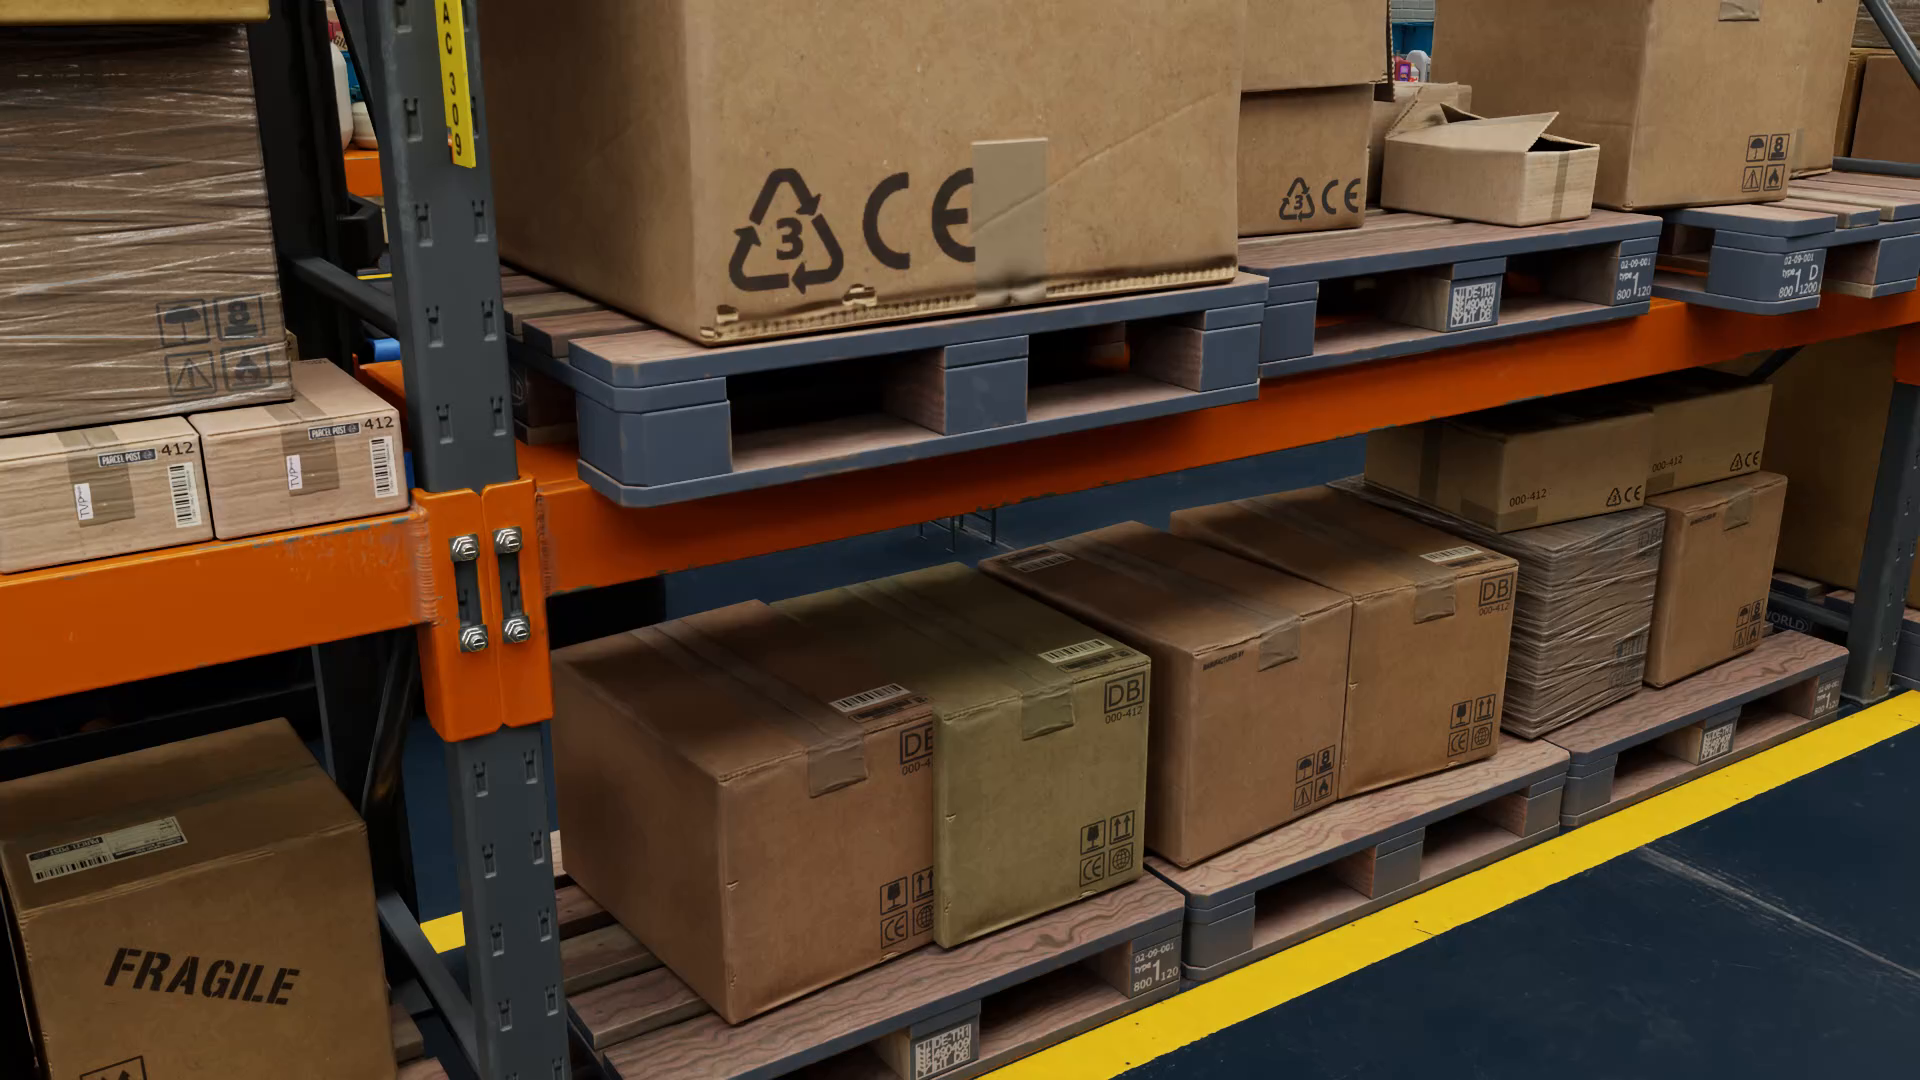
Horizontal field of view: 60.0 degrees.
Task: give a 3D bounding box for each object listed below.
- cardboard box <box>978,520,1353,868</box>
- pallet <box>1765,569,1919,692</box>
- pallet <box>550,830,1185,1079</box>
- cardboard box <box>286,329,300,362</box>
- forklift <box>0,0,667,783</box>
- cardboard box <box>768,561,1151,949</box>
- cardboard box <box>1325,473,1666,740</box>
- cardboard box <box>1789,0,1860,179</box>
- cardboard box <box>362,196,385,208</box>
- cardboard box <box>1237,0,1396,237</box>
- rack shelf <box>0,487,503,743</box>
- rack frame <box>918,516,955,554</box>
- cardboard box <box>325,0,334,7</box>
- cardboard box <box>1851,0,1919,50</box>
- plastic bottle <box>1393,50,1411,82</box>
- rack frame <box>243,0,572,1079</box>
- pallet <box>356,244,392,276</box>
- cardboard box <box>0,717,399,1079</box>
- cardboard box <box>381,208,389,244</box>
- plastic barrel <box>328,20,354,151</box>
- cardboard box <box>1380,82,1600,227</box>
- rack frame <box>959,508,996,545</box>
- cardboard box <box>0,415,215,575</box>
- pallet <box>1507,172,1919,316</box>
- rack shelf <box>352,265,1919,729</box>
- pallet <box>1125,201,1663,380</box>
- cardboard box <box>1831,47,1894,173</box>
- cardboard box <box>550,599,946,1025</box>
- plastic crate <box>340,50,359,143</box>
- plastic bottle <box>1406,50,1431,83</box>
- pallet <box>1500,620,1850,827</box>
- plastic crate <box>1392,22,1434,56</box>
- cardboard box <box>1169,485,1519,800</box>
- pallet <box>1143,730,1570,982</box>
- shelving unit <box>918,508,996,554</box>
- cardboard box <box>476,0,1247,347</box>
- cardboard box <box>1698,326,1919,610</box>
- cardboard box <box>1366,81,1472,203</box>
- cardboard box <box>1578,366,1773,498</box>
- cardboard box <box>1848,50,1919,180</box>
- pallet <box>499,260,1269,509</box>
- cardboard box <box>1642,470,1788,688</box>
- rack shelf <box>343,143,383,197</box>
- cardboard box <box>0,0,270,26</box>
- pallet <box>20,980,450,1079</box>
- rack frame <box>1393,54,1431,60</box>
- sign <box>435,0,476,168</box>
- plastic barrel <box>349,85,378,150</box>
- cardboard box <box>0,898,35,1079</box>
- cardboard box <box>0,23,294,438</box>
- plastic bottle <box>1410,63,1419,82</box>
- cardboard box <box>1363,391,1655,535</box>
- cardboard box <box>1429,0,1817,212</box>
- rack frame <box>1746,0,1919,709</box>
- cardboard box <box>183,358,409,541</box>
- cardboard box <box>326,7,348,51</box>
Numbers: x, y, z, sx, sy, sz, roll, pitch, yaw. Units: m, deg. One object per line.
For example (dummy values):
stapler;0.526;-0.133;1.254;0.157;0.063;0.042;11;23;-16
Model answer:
cardboard box;0.450;0.322;3.826;0.500;0.500;0.700;-14;23;-36
pallet;3.090;0.124;5.549;1.213;0.211;1.003;-12;22;-31
pallet;-0.301;0.809;3.521;1.213;0.211;1.003;-12;22;-31
cardboard box;-1.295;-0.298;2.834;0.250;0.149;0.380;-12;22;-31
forklift;-2.435;-0.913;4.369;3.031;2.935;1.130;-11;22;-30
cardboard box;-0.017;0.420;3.534;0.500;0.500;0.700;-12;22;-32
cardboard box;1.386;0.122;4.417;0.500;0.500;0.700;-14;23;-36
cardboard box;1.961;-1.219;4.355;0.500;0.500;0.500;-15;24;-38
cardboard box;-4.210;-2.551;11.870;0.500;0.311;0.500;-12;22;-32
cardboard box;0.447;-0.952;3.560;0.637;0.503;0.797;-9;21;-26
rack shelf;-2.621;0.319;1.741;4.000;0.370;1.077;-12;22;-31
rack frame;-0.089;-0.550;5.997;0.006;1.200;0.240;-12;22;-31
cardboard box;-6.169;-5.224;16.169;0.500;0.500;0.700;-15;24;-38
cardboard box;3.010;-1.726;4.943;0.637;0.503;0.797;-11;22;-30
plastic bottle;2.688;-2.844;10.155;0.133;0.283;0.061;-12;22;-31
rack frame;-0.950;-0.374;2.668;0.127;3.000;1.000;-12;22;-31
pallet;-4.782;-2.060;12.008;1.213;0.211;1.003;-12;22;-31
cardboard box;-1.306;0.671;2.824;0.500;0.500;0.500;-13;22;-33
cardboard box;-4.210;-2.288;11.966;0.500;0.250;0.500;-11;22;-30
plastic barrel;-2.755;-1.873;6.889;0.433;0.535;0.433;0;19;0
cardboard box;1.146;-0.848;3.623;0.258;0.266;0.396;-13;22;-33
rack frame;0.064;-0.582;6.093;0.006;1.200;0.240;-12;22;-31
cardboard box;-1.182;-0.097;2.240;0.250;0.149;0.380;-12;22;-31
pallet;1.854;-0.834;4.327;1.003;0.211;1.213;-12;22;-31
rack shelf;0.720;-0.385;3.825;4.000;0.370;1.077;-12;22;-31
pallet;0.760;-0.628;3.719;1.213;0.211;1.003;-12;22;-31
cardboard box;2.666;-1.279;5.189;0.500;0.500;0.500;-11;22;-30
cardboard box;-0.426;0.499;3.300;0.500;0.500;0.700;-14;23;-36
plastic crate;-2.924;-1.969;7.410;0.575;0.384;0.392;-12;22;-31
plastic bottle;2.856;-2.893;10.313;0.135;0.276;0.152;-12;22;-31
pallet;1.737;0.380;4.792;1.213;0.211;1.003;-12;22;-31
plastic crate;3.209;-3.302;11.260;0.575;0.384;0.392;-12;22;-31
cardboard box;0.916;0.223;4.117;0.500;0.500;0.700;-10;21;-27
pallet;0.719;0.593;4.160;1.213;0.211;1.003;-12;22;-31
shelving unit;-0.012;-0.566;6.045;0.189;1.200;0.258;-12;22;-31
cardboard box;-0.210;-0.960;2.807;1.000;1.000;1.000;-12;22;-31
cardboard box;2.978;-0.387;5.368;0.875;0.875;1.225;-13;23;-34
cardboard box;0.864;-0.973;4.017;0.500;0.250;0.500;-13;22;-33
cardboard box;1.847;-0.332;4.589;0.500;0.250;0.500;-11;22;-29
cardboard box;2.946;-1.139;4.774;0.500;0.500;0.500;-11;22;-30
pallet;-0.232;-0.379;2.981;1.213;0.211;1.003;-12;22;-31
cardboard box;1.842;0.021;4.717;0.500;0.500;0.700;-13;23;-34
rack shelf;-2.004;-1.710;7.743;4.000;0.370;1.077;-12;22;-31
cardboard box;-1.175;-0.883;1.992;0.500;0.500;0.500;-12;22;-31
pallet;-1.492;1.075;2.736;1.213;0.211;1.003;-12;22;-31
rack frame;3.007;-3.108;10.754;0.127;3.000;1.000;-12;22;-31
sign;-0.646;-0.640;2.104;0.005;0.325;0.100;-12;22;-31
plastic barrel;-2.485;-1.825;7.177;0.301;0.262;0.301;0;19;0
cardboard box;-1.781;0.774;2.519;0.500;0.500;0.500;-5;19;-14
cardboard box;-1.360;-0.500;2.418;0.500;0.500;0.875;-12;22;-31
plastic bottle;2.774;-2.830;10.243;0.097;0.201;0.097;0;19;0
cardboard box;1.410;-0.236;4.304;0.500;0.250;0.500;-9;21;-25
cardboard box;1.550;-1.094;3.985;0.500;0.500;0.700;-8;20;-23
rack frame;2.390;-1.079;4.752;0.127;3.000;1.000;-12;22;-31
cardboard box;-0.968;-0.139;2.363;0.250;0.149;0.380;-12;22;-31
cardboard box;-4.447;-3.476;11.688;0.500;0.500;0.500;-13;23;-34
